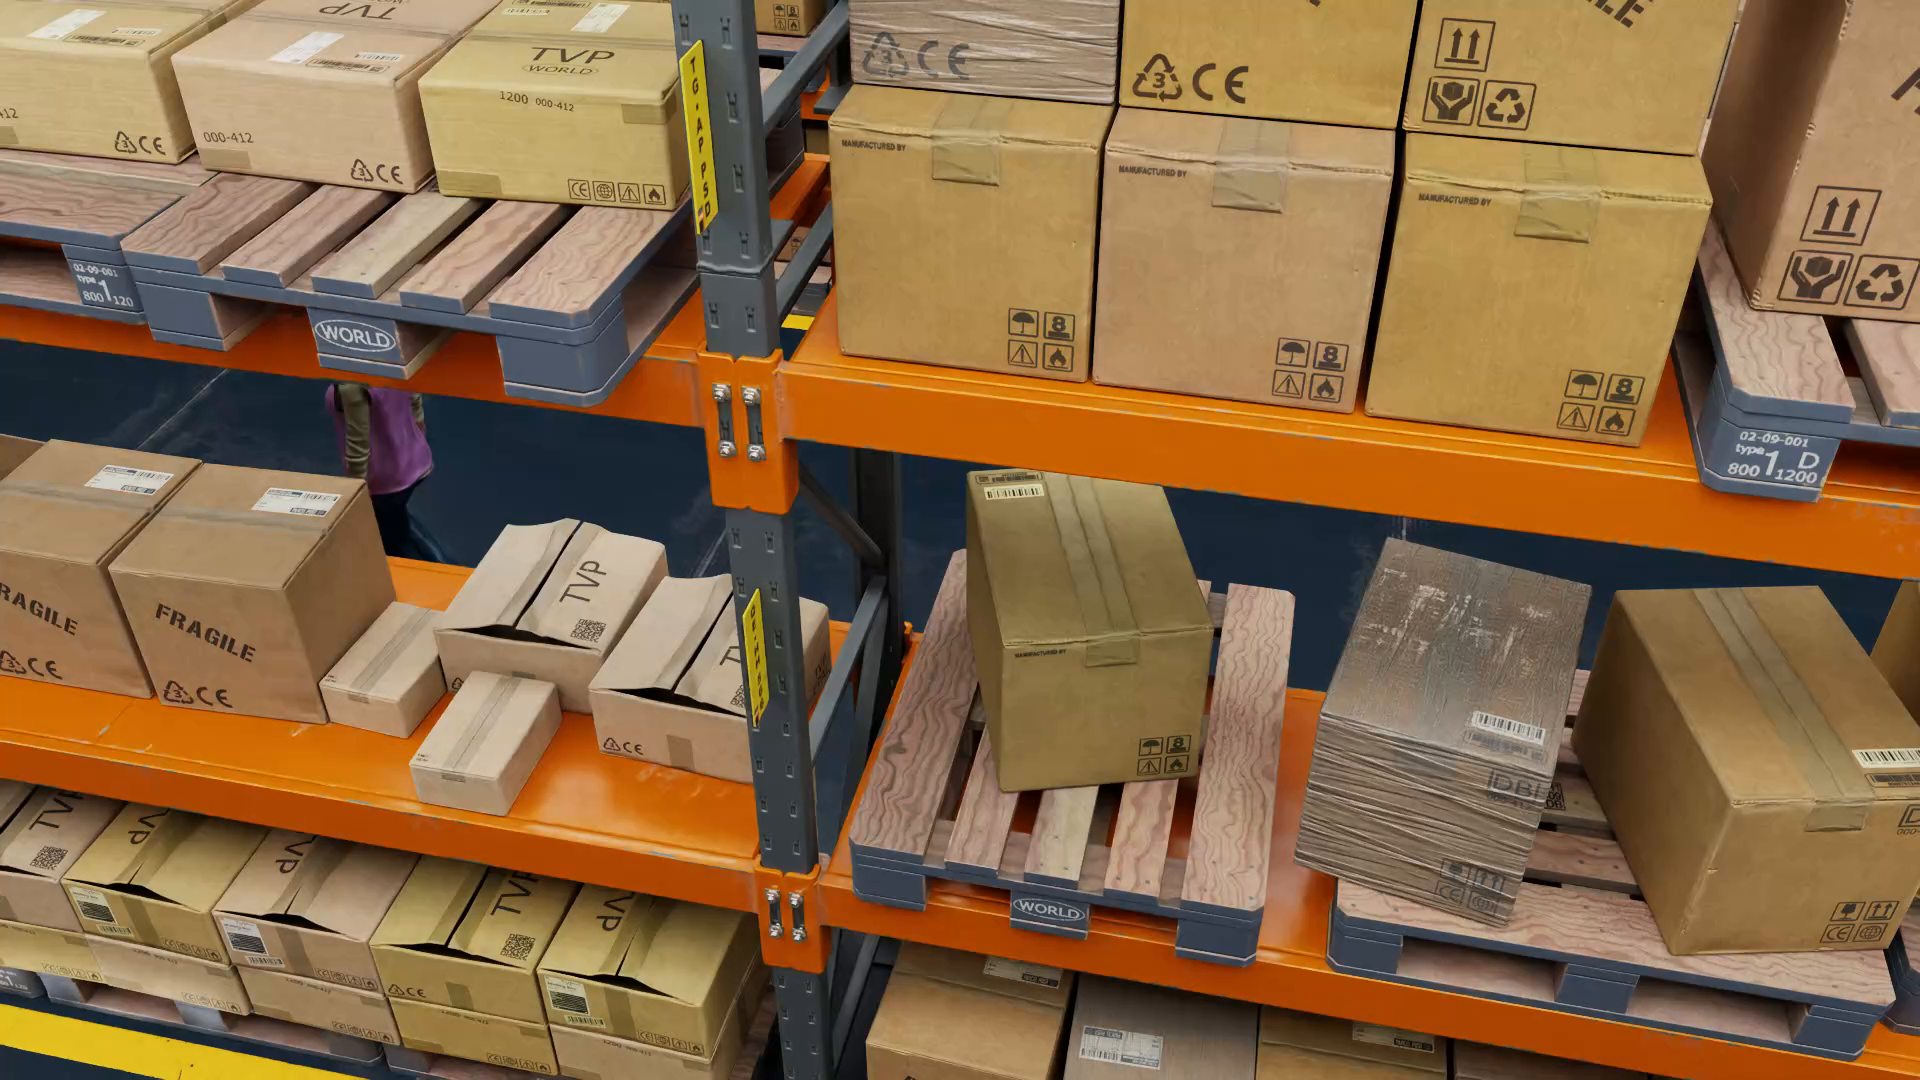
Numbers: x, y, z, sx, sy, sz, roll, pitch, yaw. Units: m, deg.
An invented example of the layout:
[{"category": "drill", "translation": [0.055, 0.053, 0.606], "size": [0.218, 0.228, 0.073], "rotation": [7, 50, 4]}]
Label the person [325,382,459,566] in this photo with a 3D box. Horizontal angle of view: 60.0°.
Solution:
[{"category": "person", "translation": [-2.219, -0.258, 6.461], "size": [0.435, 1.587, 0.448], "rotation": [9, 38, 12]}]
